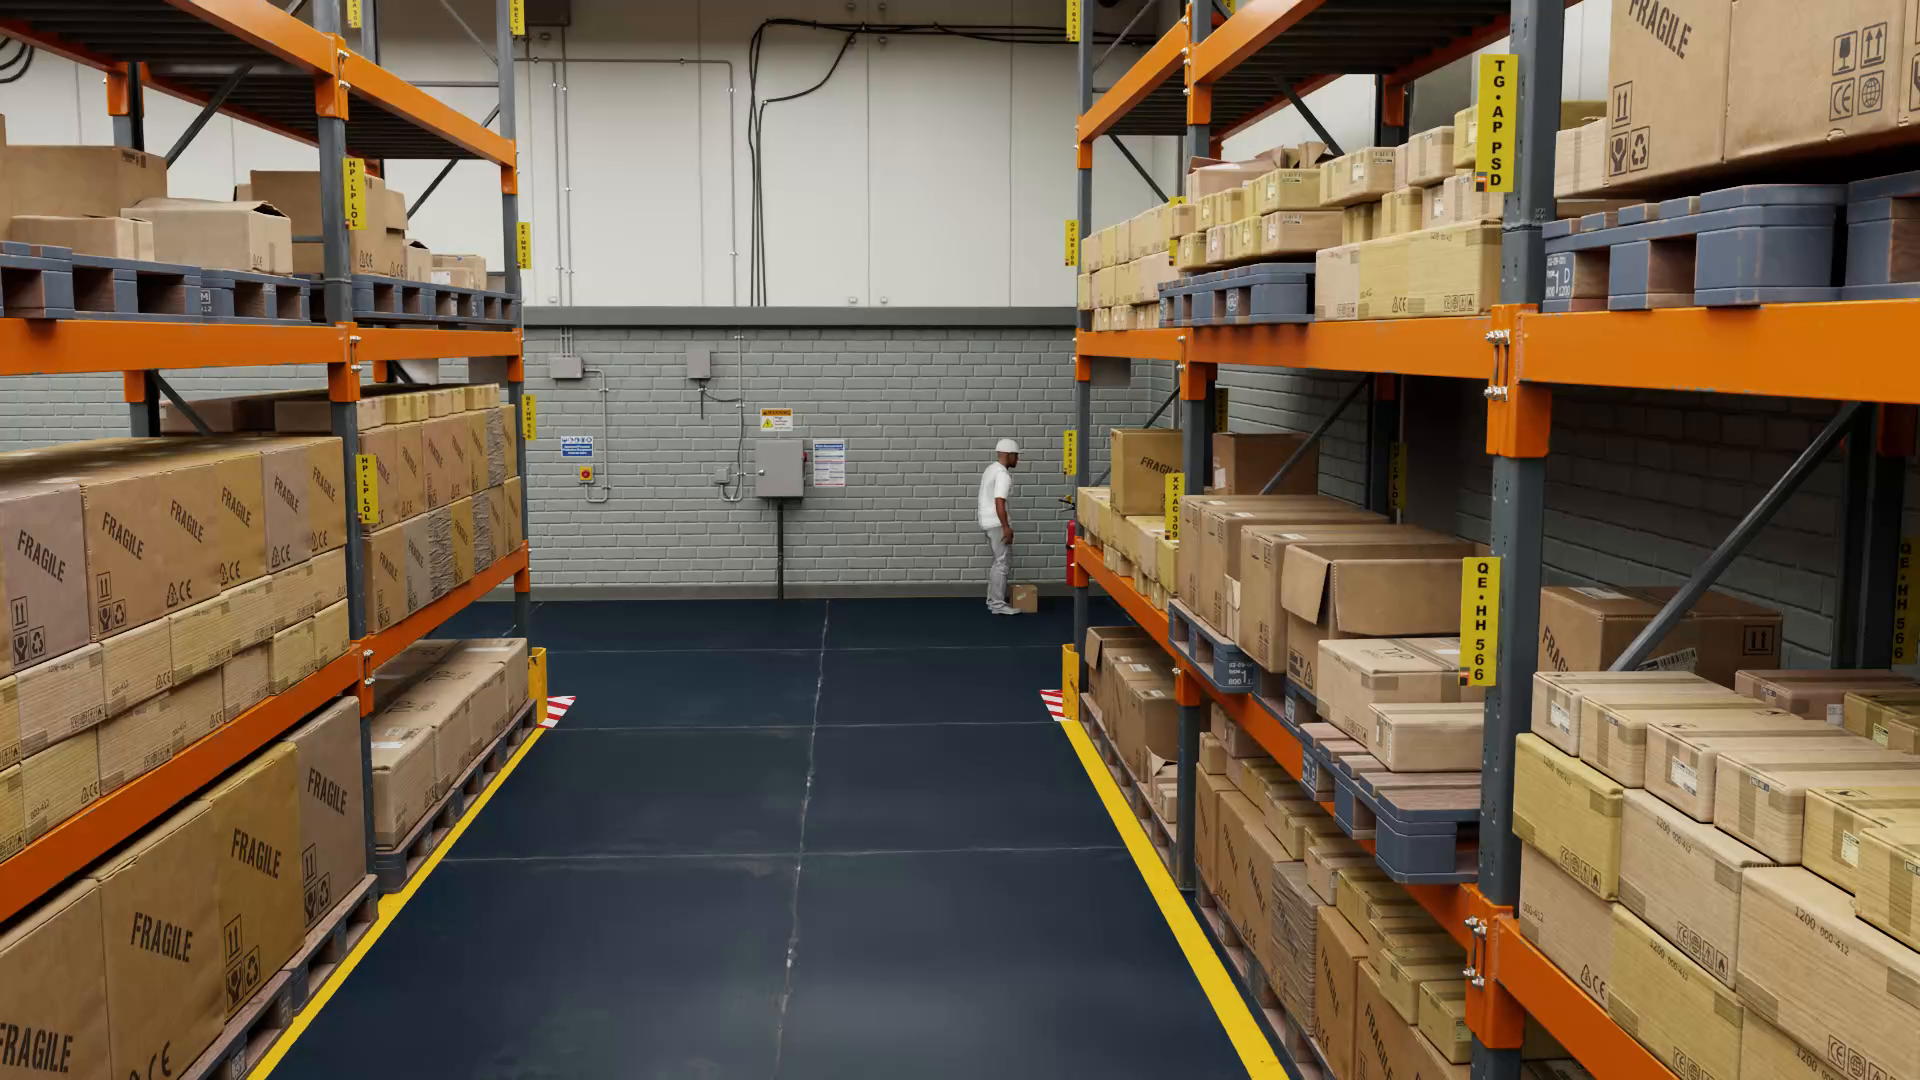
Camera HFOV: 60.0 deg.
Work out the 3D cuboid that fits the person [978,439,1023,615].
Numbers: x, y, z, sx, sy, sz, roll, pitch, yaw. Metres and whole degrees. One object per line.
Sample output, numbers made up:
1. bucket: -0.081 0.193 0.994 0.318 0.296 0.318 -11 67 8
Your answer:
1. person: 0.420 -0.145 16.890 0.459 1.759 0.633 -1 7 -7
